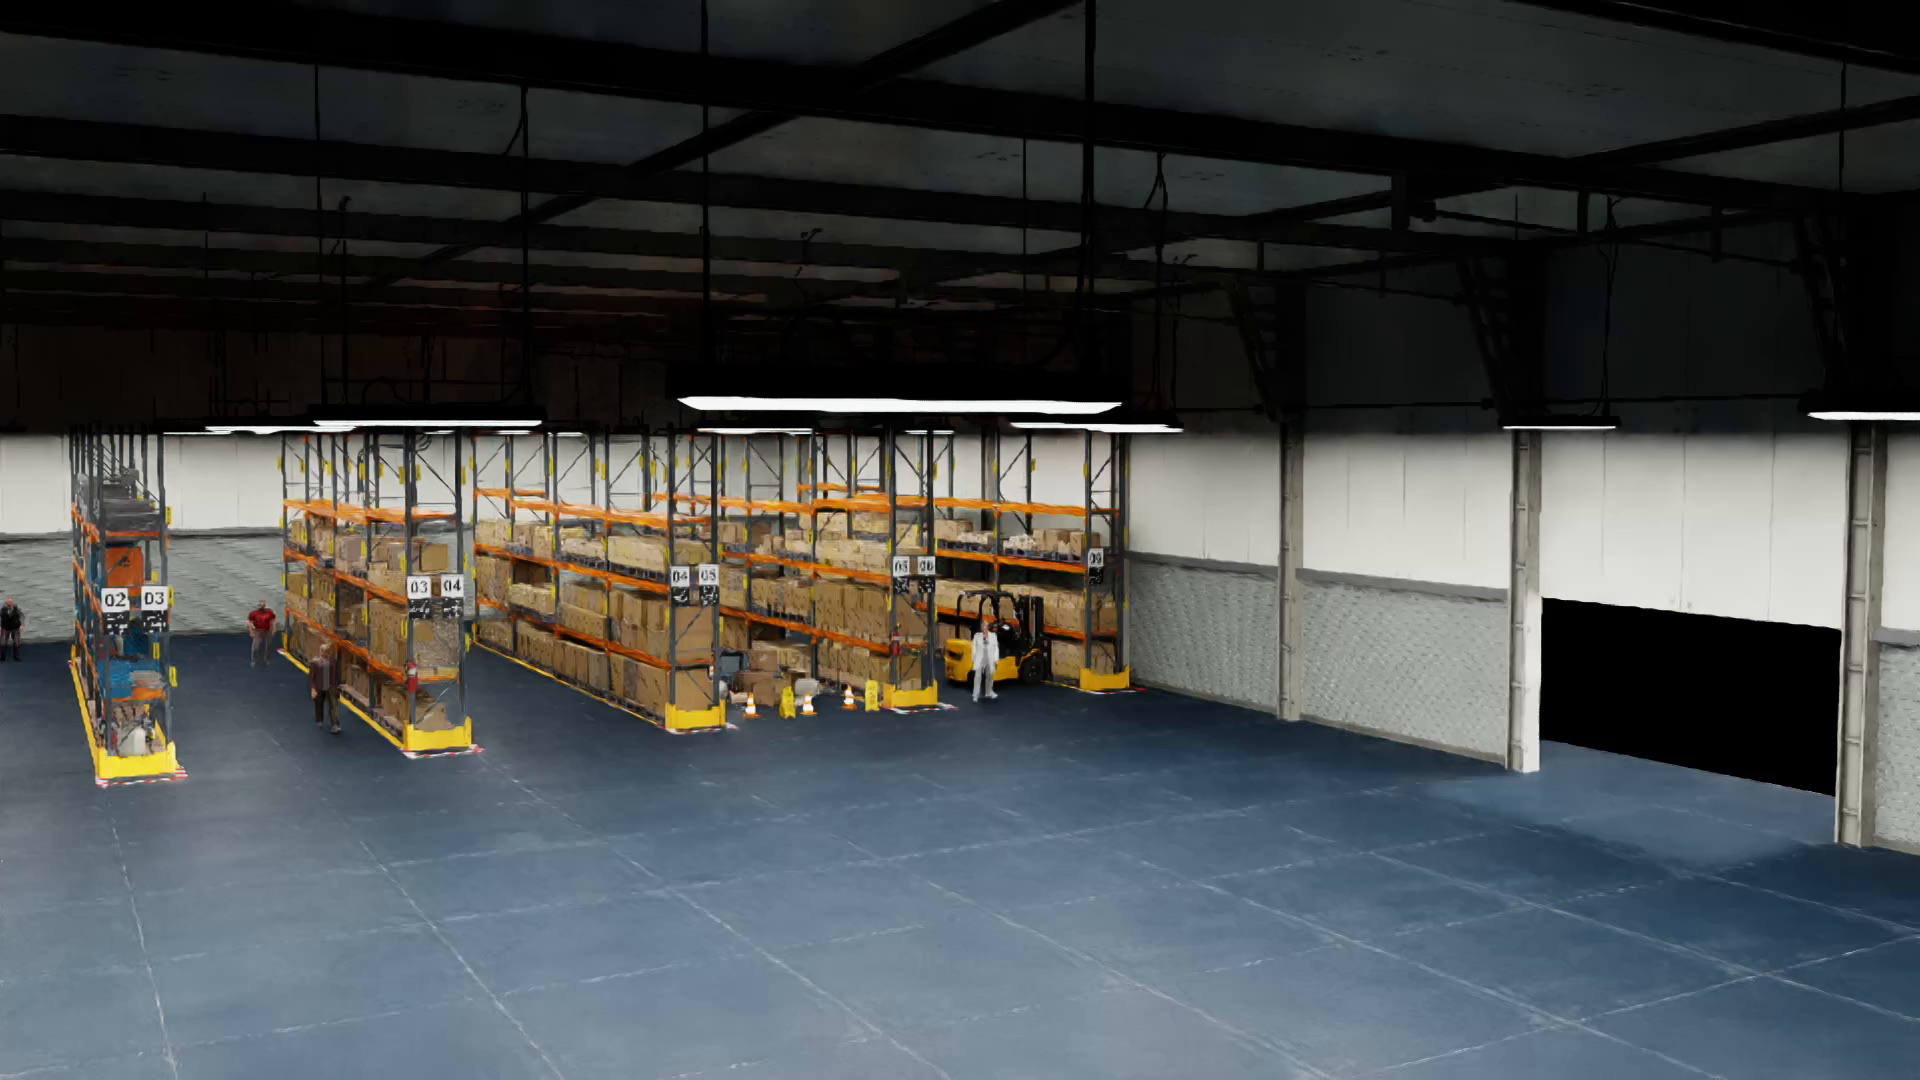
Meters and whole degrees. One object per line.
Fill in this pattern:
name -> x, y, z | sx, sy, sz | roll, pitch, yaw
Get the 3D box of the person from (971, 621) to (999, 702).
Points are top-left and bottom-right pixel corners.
person -> 0.547, 2.614, 36.031 | 0.625, 1.739, 0.983 | 0, 4, -5

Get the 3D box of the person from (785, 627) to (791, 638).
person -> -5.123, 1.941, 47.515 | 0.539, 1.664, 0.573 | 0, 4, -6

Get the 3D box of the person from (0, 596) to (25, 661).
person -> -24.303, 2.267, 42.538 | 0.677, 1.674, 0.534 | -2, 4, -31

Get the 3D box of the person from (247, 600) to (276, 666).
person -> -17.479, 2.319, 41.626 | 0.682, 1.676, 0.529 | -2, 4, -30

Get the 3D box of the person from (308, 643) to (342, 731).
person -> -12.368, 2.853, 32.385 | 0.598, 1.698, 1.193 | -2, 4, -27
